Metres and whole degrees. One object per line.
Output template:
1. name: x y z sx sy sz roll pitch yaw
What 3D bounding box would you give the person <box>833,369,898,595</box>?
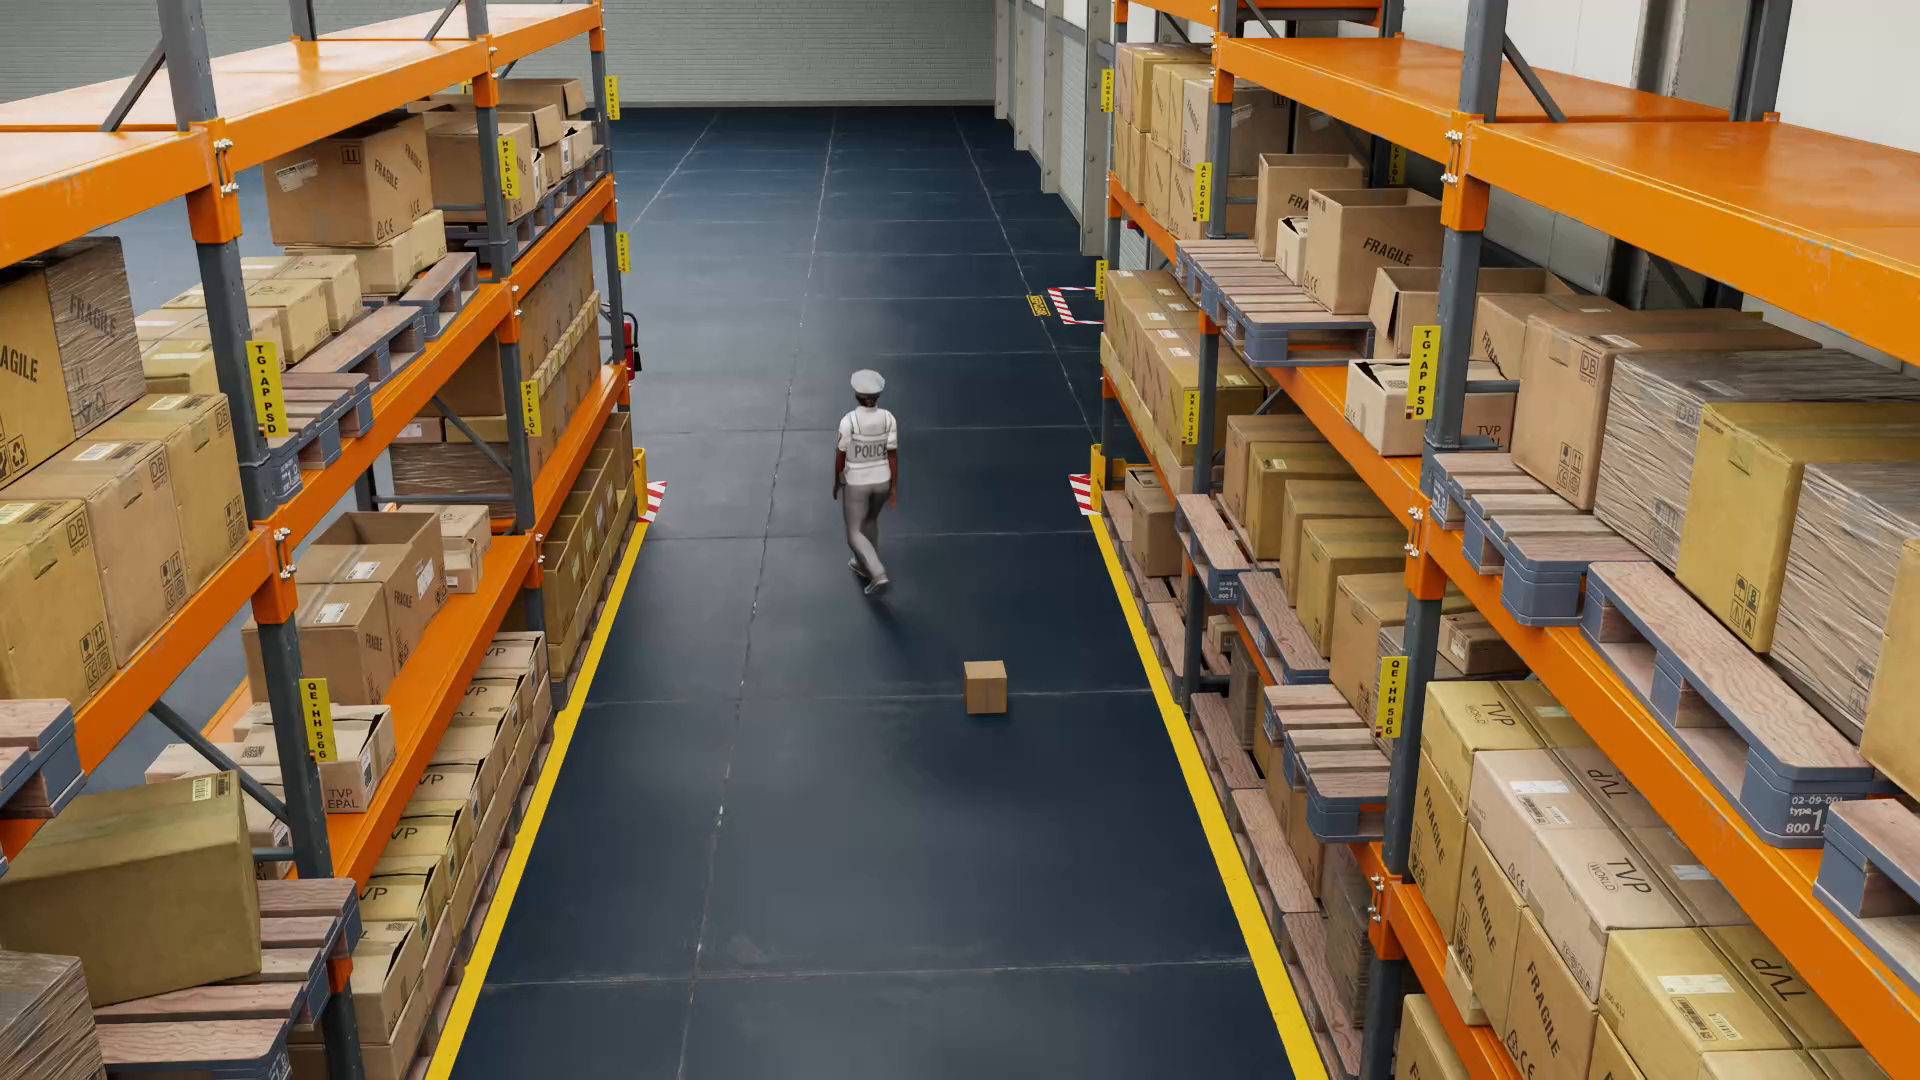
1. person: -0.676 -0.428 12.142 0.440 1.645 0.903 -10 23 -26
